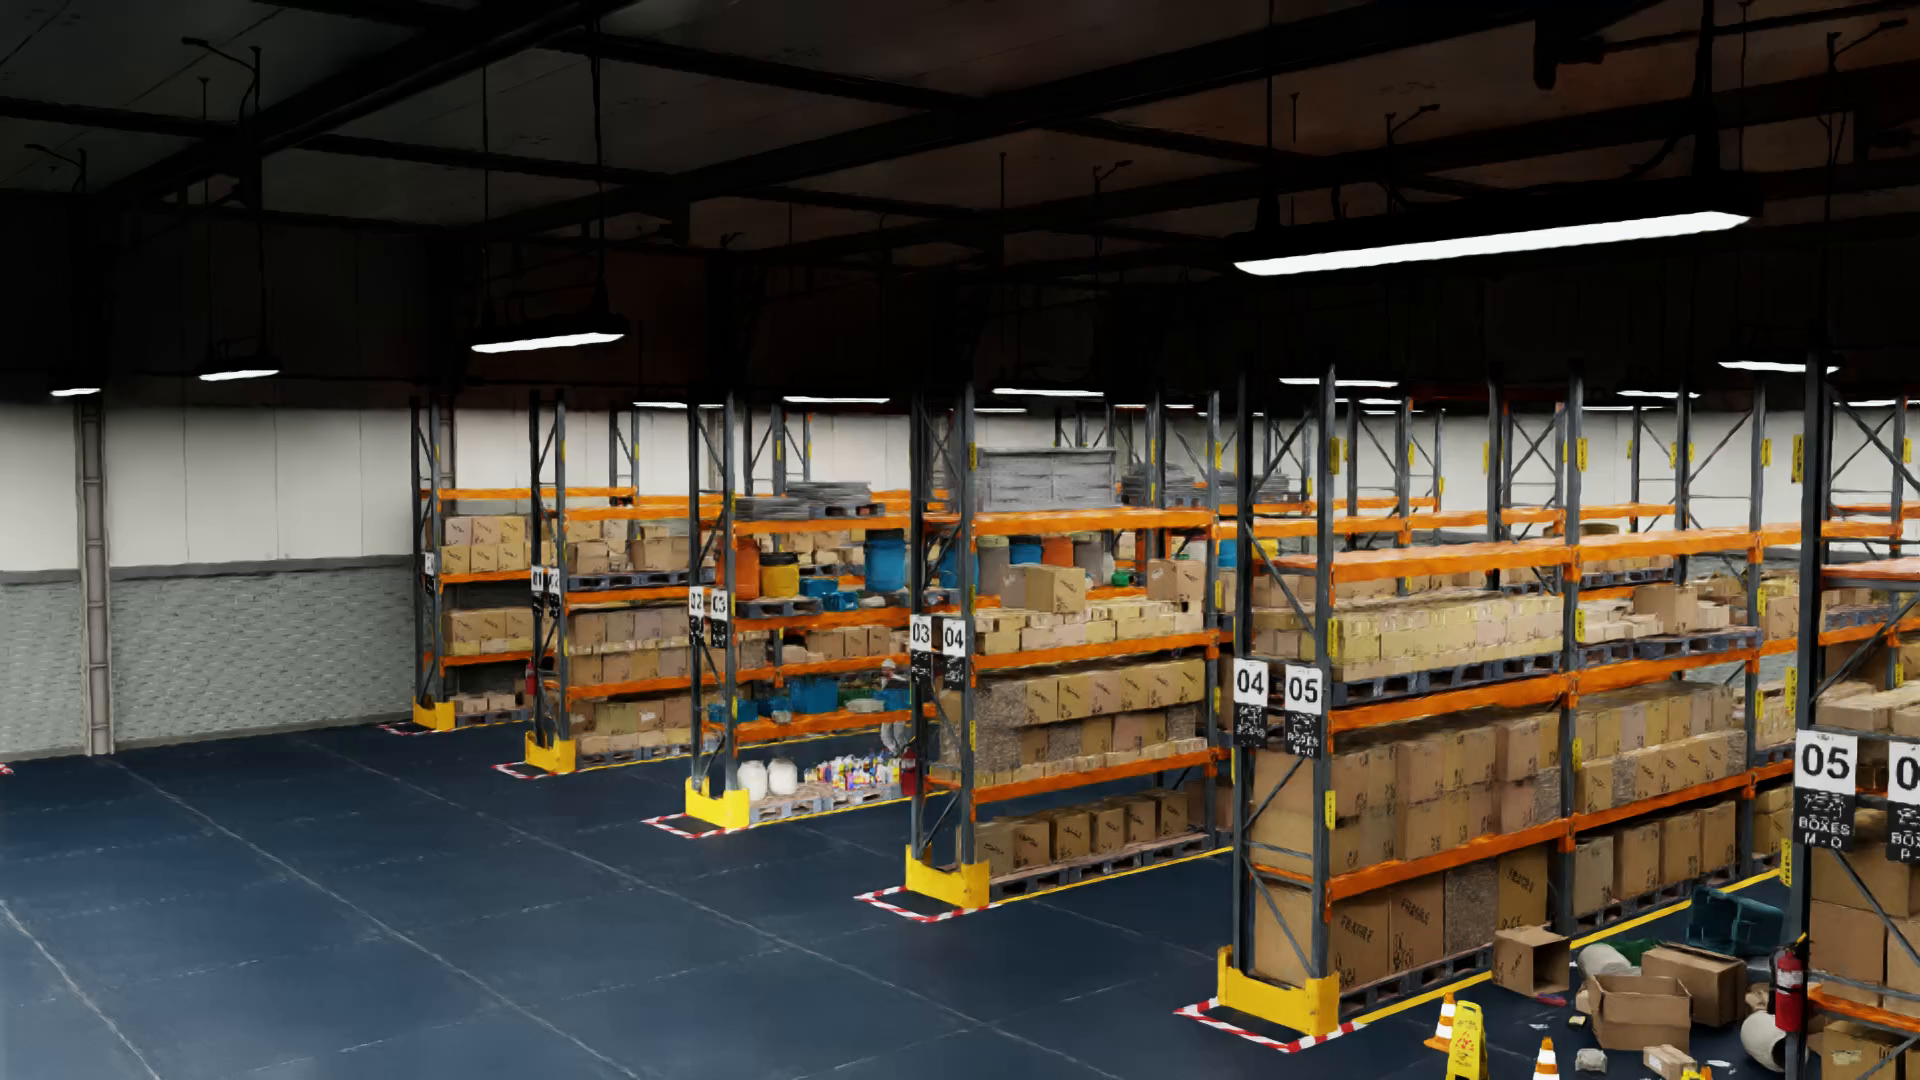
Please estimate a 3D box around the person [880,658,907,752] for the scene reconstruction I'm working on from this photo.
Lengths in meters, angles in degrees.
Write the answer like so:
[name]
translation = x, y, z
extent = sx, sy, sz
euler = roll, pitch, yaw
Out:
[person]
translation = -1.056, 2.742, 26.465
extent = 0.552, 1.742, 0.677
euler = -3, 4, -40
